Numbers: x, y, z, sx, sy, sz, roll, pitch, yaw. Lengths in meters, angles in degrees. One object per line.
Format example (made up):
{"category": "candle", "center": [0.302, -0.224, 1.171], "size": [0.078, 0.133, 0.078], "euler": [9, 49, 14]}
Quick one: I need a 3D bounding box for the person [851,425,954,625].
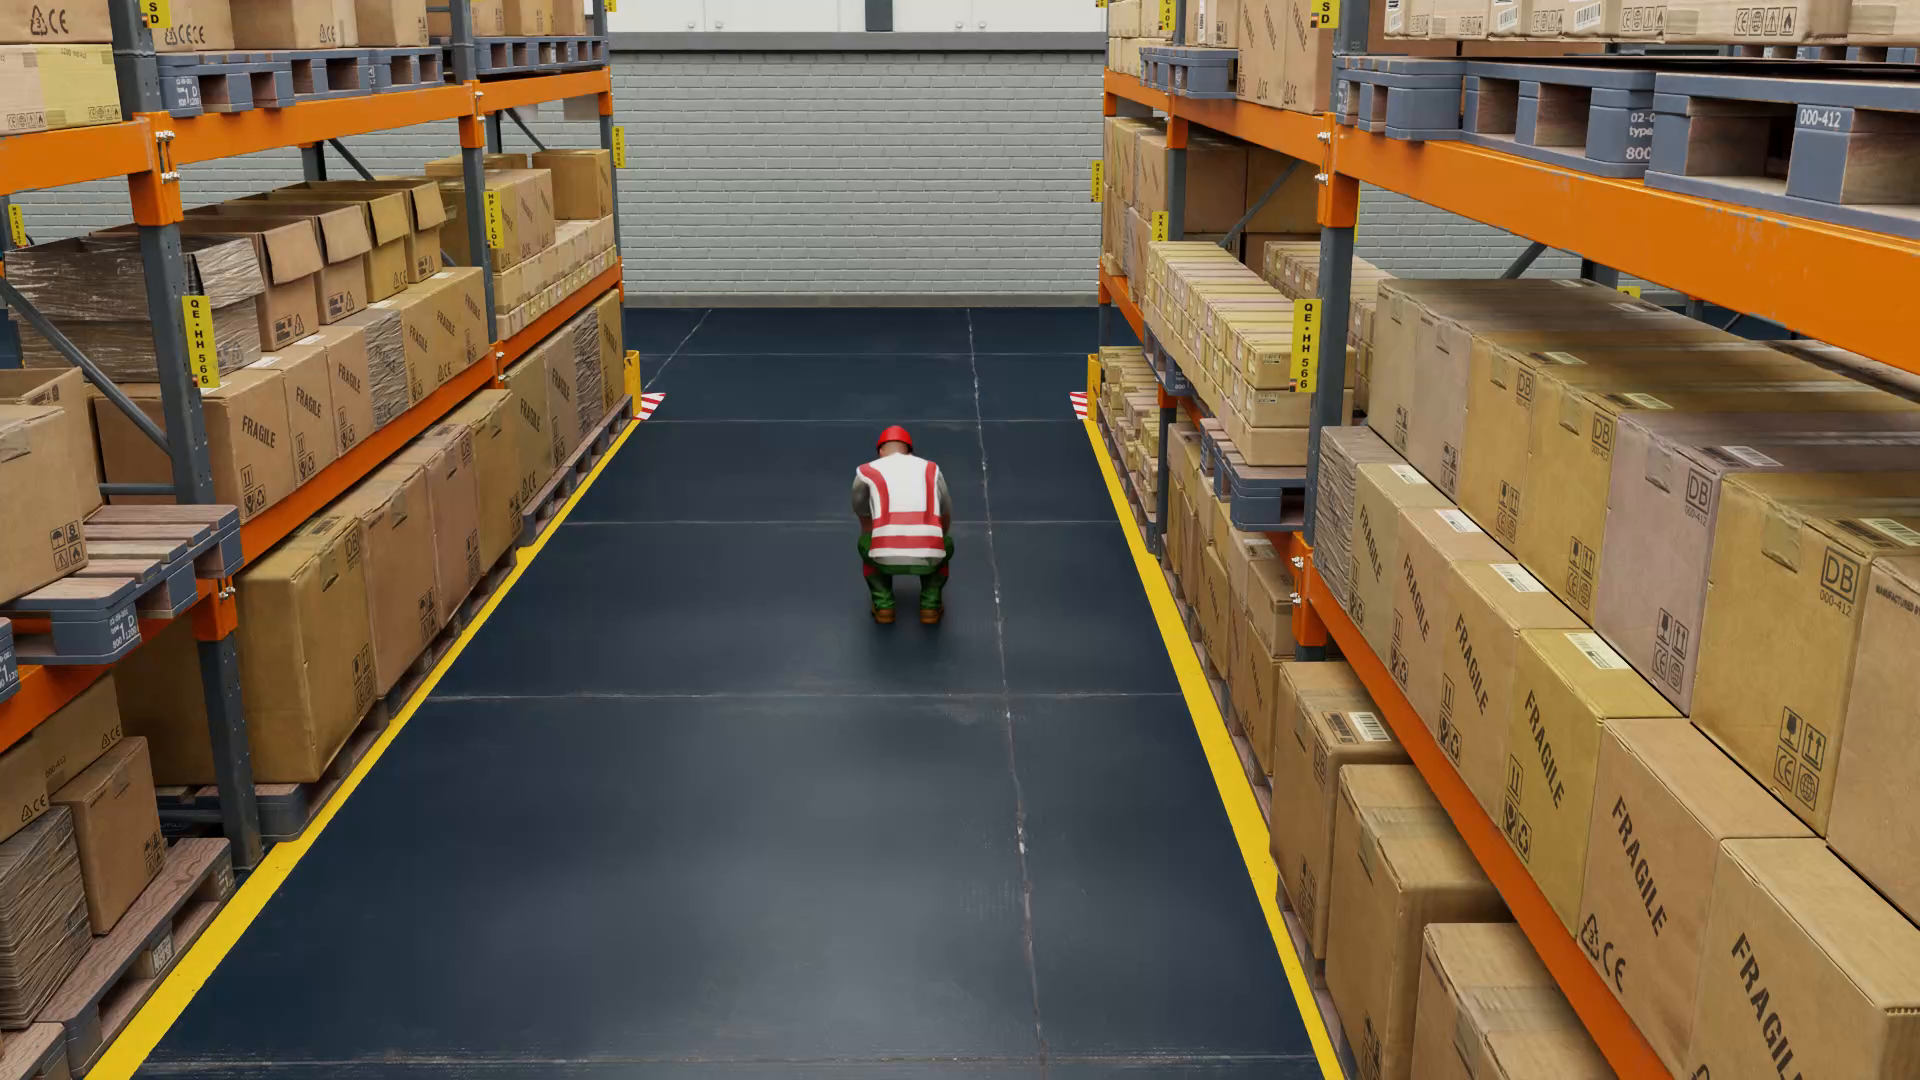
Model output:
{"category": "person", "center": [-0.317, -0.087, 9.168], "size": [0.570, 0.992, 0.869], "euler": [0, 17, -1]}
